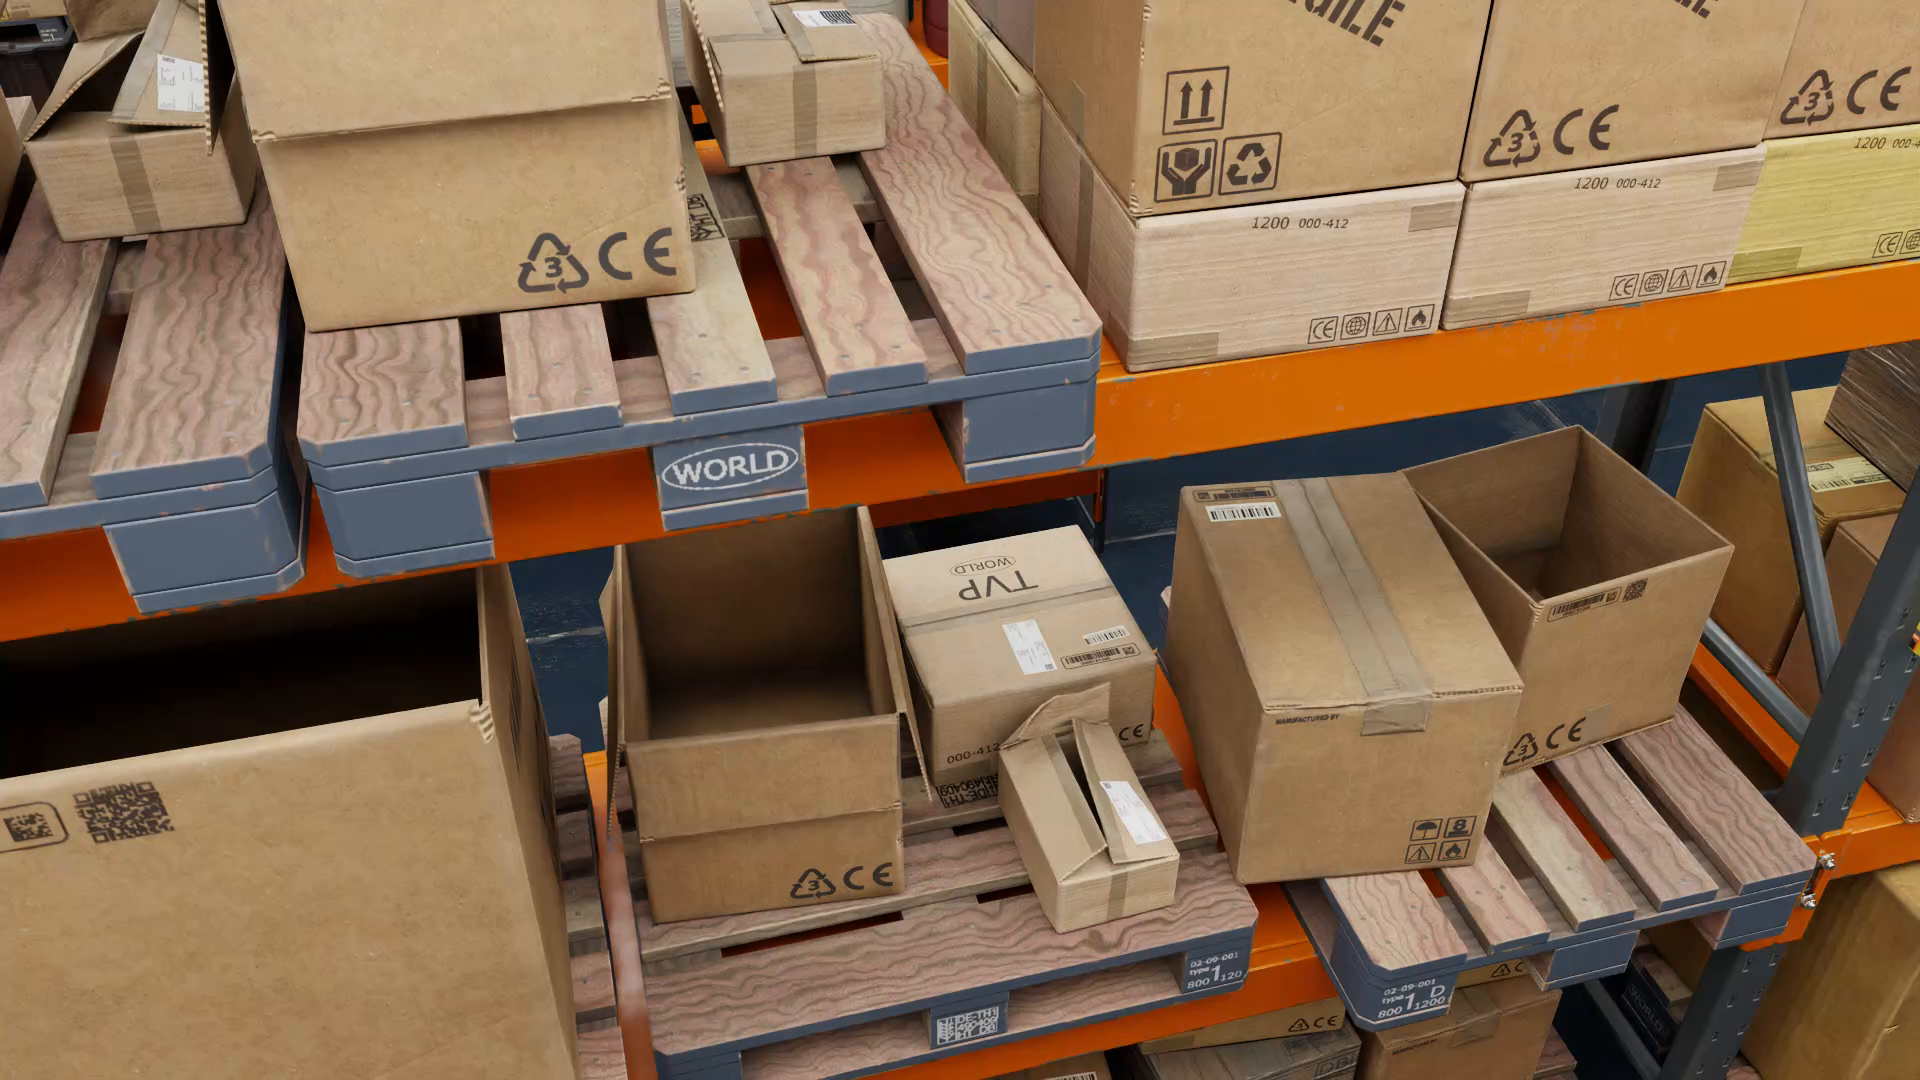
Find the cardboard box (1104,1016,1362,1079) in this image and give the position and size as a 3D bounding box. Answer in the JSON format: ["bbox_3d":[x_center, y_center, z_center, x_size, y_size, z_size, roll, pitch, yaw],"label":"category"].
[{"bbox_3d":[0.615,1.255,4.336,0.500,0.500,0.700,-12,39,-16],"label":"cardboard box"}]

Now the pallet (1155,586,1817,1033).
[{"bbox_3d":[1.129,0.475,3.818,1.003,0.211,1.213,-9,38,-12],"label":"pallet"}]

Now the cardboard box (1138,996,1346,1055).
[{"bbox_3d":[0.640,0.958,4.107,0.500,0.250,0.500,-5,38,-7],"label":"cardboard box"}]

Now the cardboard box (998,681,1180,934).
[{"bbox_3d":[0.249,0.533,3.349,0.258,0.266,0.396,-10,39,-13],"label":"cardboard box"}]

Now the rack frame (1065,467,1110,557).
[{"bbox_3d":[0.497,-0.528,6.515,0.032,1.125,0.500,-9,38,-12],"label":"rack frame"}]

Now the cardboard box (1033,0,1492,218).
[{"bbox_3d":[0.419,-0.826,2.399,0.500,0.500,0.500,-9,38,-11],"label":"cardboard box"}]

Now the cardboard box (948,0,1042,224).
[{"bbox_3d":[0.279,-0.815,3.001,0.500,0.250,0.500,-9,38,-11],"label":"cardboard box"}]

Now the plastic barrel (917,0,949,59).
[{"bbox_3d":[0.129,-2.484,7.417,0.708,0.536,0.600,-9,38,-12],"label":"plastic barrel"}]

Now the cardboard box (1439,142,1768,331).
[{"bbox_3d":[0.918,-0.602,2.723,0.500,0.250,0.500,-9,38,-12],"label":"cardboard box"}]

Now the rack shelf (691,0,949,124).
[{"bbox_3d":[-1.433,-2.079,7.591,4.000,0.370,1.077,-9,38,-12],"label":"rack shelf"}]

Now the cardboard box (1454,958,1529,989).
[{"bbox_3d":[1.150,0.868,4.225,0.500,0.250,0.500,-8,38,-10],"label":"cardboard box"}]

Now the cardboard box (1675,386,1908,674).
[{"bbox_3d":[2.201,-0.039,4.250,0.500,0.500,0.500,-8,38,-11],"label":"cardboard box"}]

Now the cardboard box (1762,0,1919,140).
[{"bbox_3d":[1.393,-0.984,2.604,0.500,0.500,0.500,-8,38,-11],"label":"cardboard box"}]

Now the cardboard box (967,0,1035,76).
[{"bbox_3d":[0.294,-1.120,2.783,0.500,0.500,0.500,-10,39,-13],"label":"cardboard box"}]

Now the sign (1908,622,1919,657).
[{"bbox_3d":[1.939,0.112,3.247,0.005,0.325,0.100,-9,38,-12],"label":"sign"}]

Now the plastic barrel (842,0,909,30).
[{"bbox_3d":[-0.440,-2.438,7.376,0.421,0.512,0.421,0,37,0],"label":"plastic barrel"}]

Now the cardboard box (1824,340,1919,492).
[{"bbox_3d":[2.499,-0.321,3.792,0.637,0.503,0.797,-8,38,-10],"label":"cardboard box"}]

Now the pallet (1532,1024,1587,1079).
[{"bbox_3d":[1.034,1.454,4.675,1.213,0.211,1.003,-9,38,-12],"label":"pallet"}]

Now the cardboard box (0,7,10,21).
[{"bbox_3d":[-6.489,-3.586,10.886,0.500,0.250,0.500,-9,38,-12],"label":"cardboard box"}]

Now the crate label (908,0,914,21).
[{"bbox_3d":[-0.532,-2.697,7.777,0.616,0.435,0.502,-9,38,-12],"label":"crate label"}]

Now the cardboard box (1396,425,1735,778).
[{"bbox_3d":[1.278,0.126,3.688,0.500,0.500,0.500,-14,40,-18],"label":"cardboard box"}]

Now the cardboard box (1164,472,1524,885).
[{"bbox_3d":[0.765,0.273,3.496,0.500,0.500,0.700,-4,38,-5],"label":"cardboard box"}]

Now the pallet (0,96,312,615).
[{"bbox_3d":[-1.449,-0.295,2.352,1.003,0.211,1.213,-9,38,-12],"label":"pallet"}]

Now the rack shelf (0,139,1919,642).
[{"bbox_3d":[-0.142,-0.365,2.882,4.000,0.370,1.077,-9,38,-12],"label":"rack shelf"}]

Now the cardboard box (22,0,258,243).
[{"bbox_3d":[-1.191,-0.655,2.434,0.258,0.266,0.396,-8,38,-10],"label":"cardboard box"}]

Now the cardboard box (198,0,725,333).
[{"bbox_3d":[-0.684,-0.708,2.307,0.637,0.503,0.797,-8,38,-10],"label":"cardboard box"}]

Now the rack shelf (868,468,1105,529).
[{"bbox_3d":[0.007,-0.254,6.558,1.000,0.278,0.538,-9,38,-12],"label":"rack shelf"}]

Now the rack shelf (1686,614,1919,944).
[{"bbox_3d":[3.720,0.193,4.621,4.000,0.370,1.077,-9,38,-12],"label":"rack shelf"}]

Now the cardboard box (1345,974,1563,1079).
[{"bbox_3d":[1.147,1.160,4.460,0.500,0.500,0.700,-11,39,-14],"label":"cardboard box"}]

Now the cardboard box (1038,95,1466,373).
[{"bbox_3d":[0.433,-0.524,2.621,0.500,0.250,0.500,-8,38,-11],"label":"cardboard box"}]

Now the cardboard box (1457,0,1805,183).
[{"bbox_3d":[0.901,-0.896,2.490,0.500,0.500,0.500,-9,38,-12],"label":"cardboard box"}]

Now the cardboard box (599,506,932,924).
[{"bbox_3d":[-0.423,0.321,3.431,0.637,0.503,0.797,-6,38,-7],"label":"cardboard box"}]

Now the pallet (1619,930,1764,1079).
[{"bbox_3d":[2.570,1.251,4.941,1.213,0.211,1.003,-9,38,-12],"label":"pallet"}]

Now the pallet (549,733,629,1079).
[{"bbox_3d":[-1.297,0.898,3.265,1.213,0.211,1.003,-9,38,-12],"label":"pallet"}]

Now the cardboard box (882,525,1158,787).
[{"bbox_3d":[0.111,0.247,3.736,0.500,0.250,0.500,-10,39,-13],"label":"cardboard box"}]

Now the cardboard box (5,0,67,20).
[{"bbox_3d":[-6.007,-3.666,10.991,0.500,0.250,0.500,-9,38,-12],"label":"cardboard box"}]

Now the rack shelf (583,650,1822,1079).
[{"bbox_3d":[-0.142,0.826,3.793,4.000,0.370,1.077,-9,38,-12],"label":"rack shelf"}]

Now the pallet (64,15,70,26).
[{"bbox_3d":[-5.431,-3.745,11.472,1.213,0.211,1.003,-9,38,-12],"label":"pallet"}]

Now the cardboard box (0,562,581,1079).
[{"bbox_3d":[-1.269,0.409,2.908,1.000,1.000,1.000,-9,38,-12],"label":"cardboard box"}]

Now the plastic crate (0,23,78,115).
[{"bbox_3d":[-3.903,-2.015,6.966,0.504,0.338,0.767,-9,38,-12],"label":"plastic crate"}]

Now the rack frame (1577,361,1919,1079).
[{"bbox_3d":[1.789,0.224,3.989,0.127,3.000,1.000,-9,38,-12],"label":"rack frame"}]

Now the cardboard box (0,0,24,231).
[{"bbox_3d":[-1.593,-0.558,2.111,0.637,0.503,0.797,-11,39,-14],"label":"cardboard box"}]

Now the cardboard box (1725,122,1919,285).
[{"bbox_3d":[1.394,-0.689,2.836,0.500,0.250,0.500,-9,38,-12],"label":"cardboard box"}]

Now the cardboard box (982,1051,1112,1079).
[{"bbox_3d":[0.070,1.349,4.213,0.500,0.500,0.700,-6,38,-8],"label":"cardboard box"}]

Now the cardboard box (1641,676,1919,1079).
[{"bbox_3d":[2.460,0.804,4.633,0.875,0.875,1.225,-11,39,-14],"label":"cardboard box"}]

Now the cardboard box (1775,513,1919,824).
[{"bbox_3d":[2.329,0.267,3.850,0.500,0.500,0.500,-8,38,-11],"label":"cardboard box"}]

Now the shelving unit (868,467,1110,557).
[{"bbox_3d":[0.007,-0.448,6.410,1.048,1.125,0.538,-9,38,-12],"label":"shelving unit"}]

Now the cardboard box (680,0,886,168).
[{"bbox_3d":[-0.289,-0.764,2.657,0.250,0.166,0.380,-10,39,-13],"label":"cardboard box"}]

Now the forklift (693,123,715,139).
[{"bbox_3d":[-1.551,-3.801,9.306,3.031,2.935,1.130,-9,38,-11],"label":"forklift"}]

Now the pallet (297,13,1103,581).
[{"bbox_3d":[-0.449,-0.461,2.569,1.003,0.211,1.213,-9,38,-12],"label":"pallet"}]

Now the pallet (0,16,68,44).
[{"bbox_3d":[-6.611,-3.549,11.216,1.213,0.211,1.003,-9,38,-12],"label":"pallet"}]

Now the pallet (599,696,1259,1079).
[{"bbox_3d":[-0.112,0.638,3.606,1.213,0.211,1.003,-9,38,-12],"label":"pallet"}]

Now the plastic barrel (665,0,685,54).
[{"bbox_3d":[-1.257,-2.309,7.188,0.433,0.535,0.433,0,37,0],"label":"plastic barrel"}]
